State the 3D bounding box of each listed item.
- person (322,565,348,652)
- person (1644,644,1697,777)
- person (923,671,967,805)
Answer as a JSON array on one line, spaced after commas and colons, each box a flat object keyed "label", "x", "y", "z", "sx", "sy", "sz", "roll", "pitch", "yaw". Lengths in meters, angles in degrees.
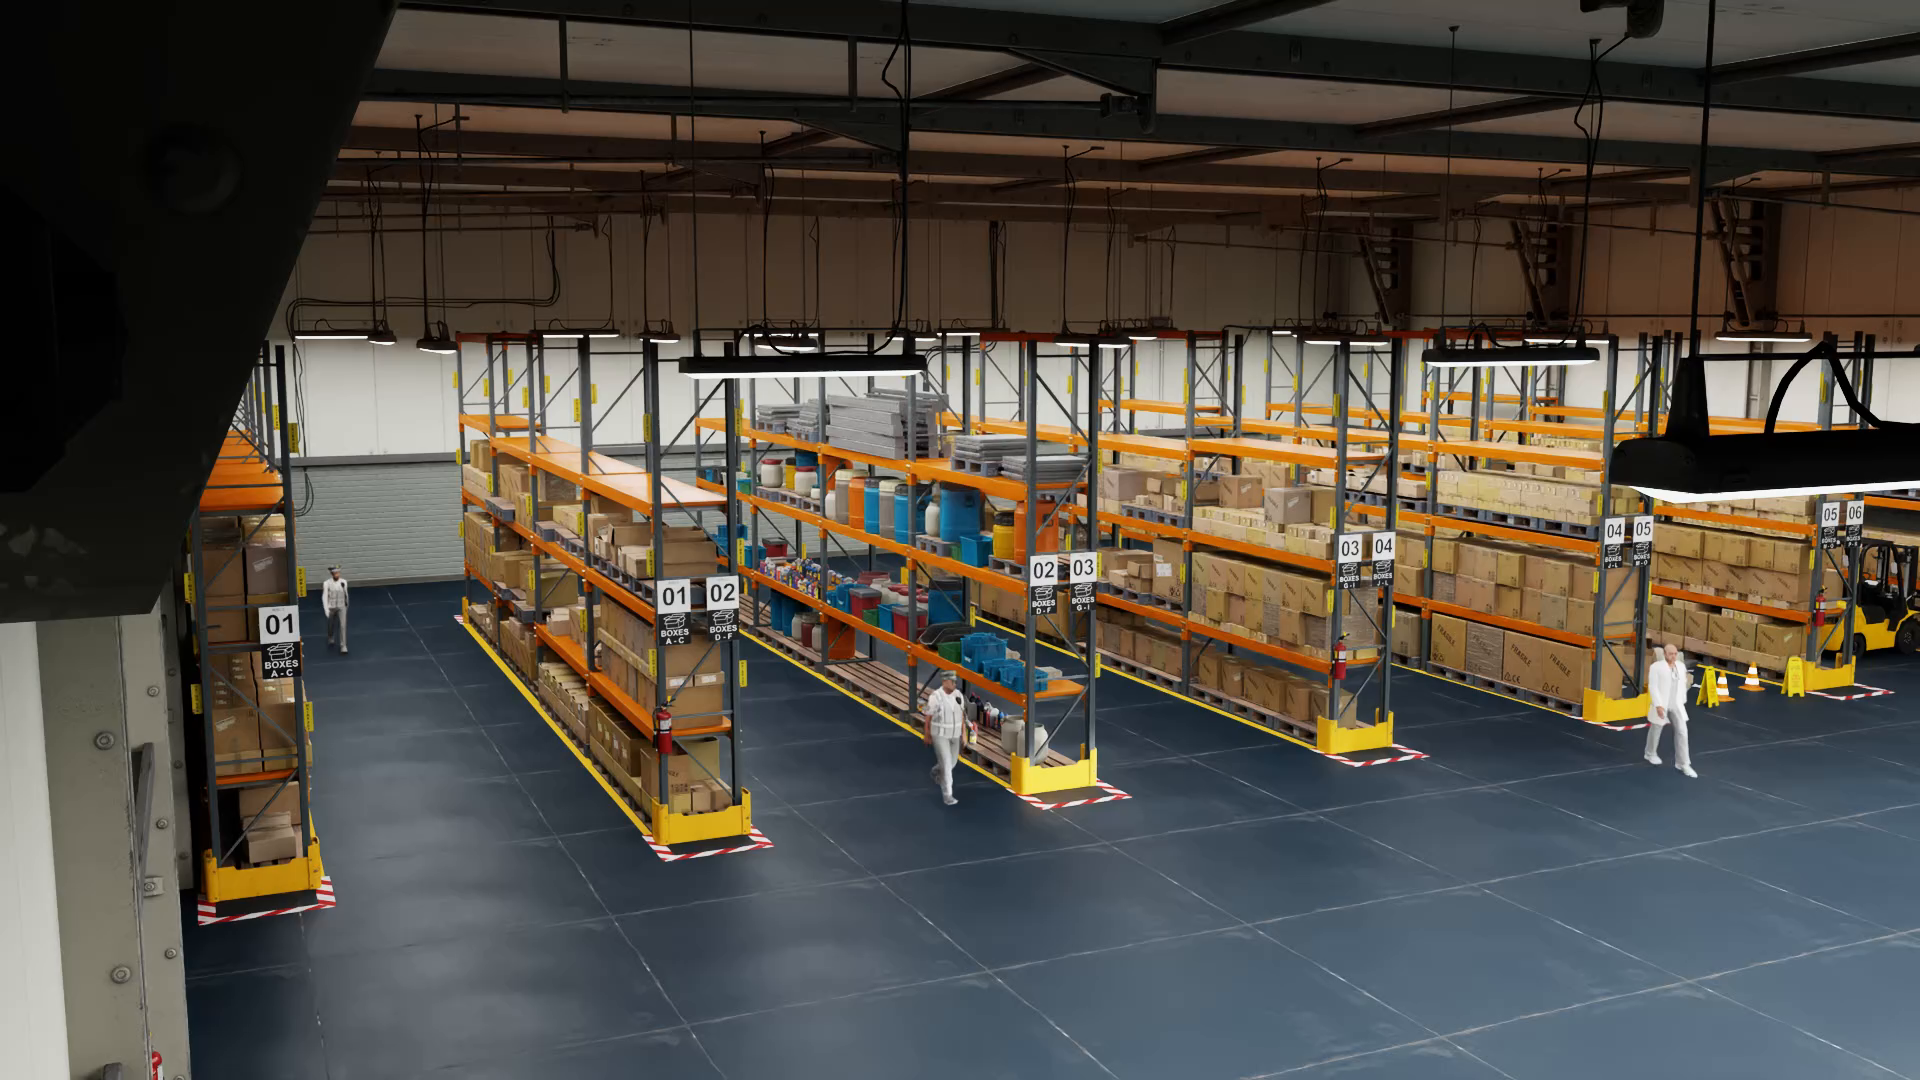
[{"label": "person", "x": -11.824, "y": 1.268, "z": 31.499, "sx": 0.483, "sy": 1.614, "sz": 1.049, "roll": -4, "pitch": 8, "yaw": -25}, {"label": "person", "x": 9.916, "y": 2.346, "z": 23.235, "sx": 0.622, "sy": 1.804, "sz": 0.869, "roll": 0, "pitch": 8, "yaw": -2}, {"label": "person", "x": -0.195, "y": 2.545, "z": 21.928, "sx": 0.550, "sy": 1.699, "sz": 1.044, "roll": -6, "pitch": 10, "yaw": -37}]
